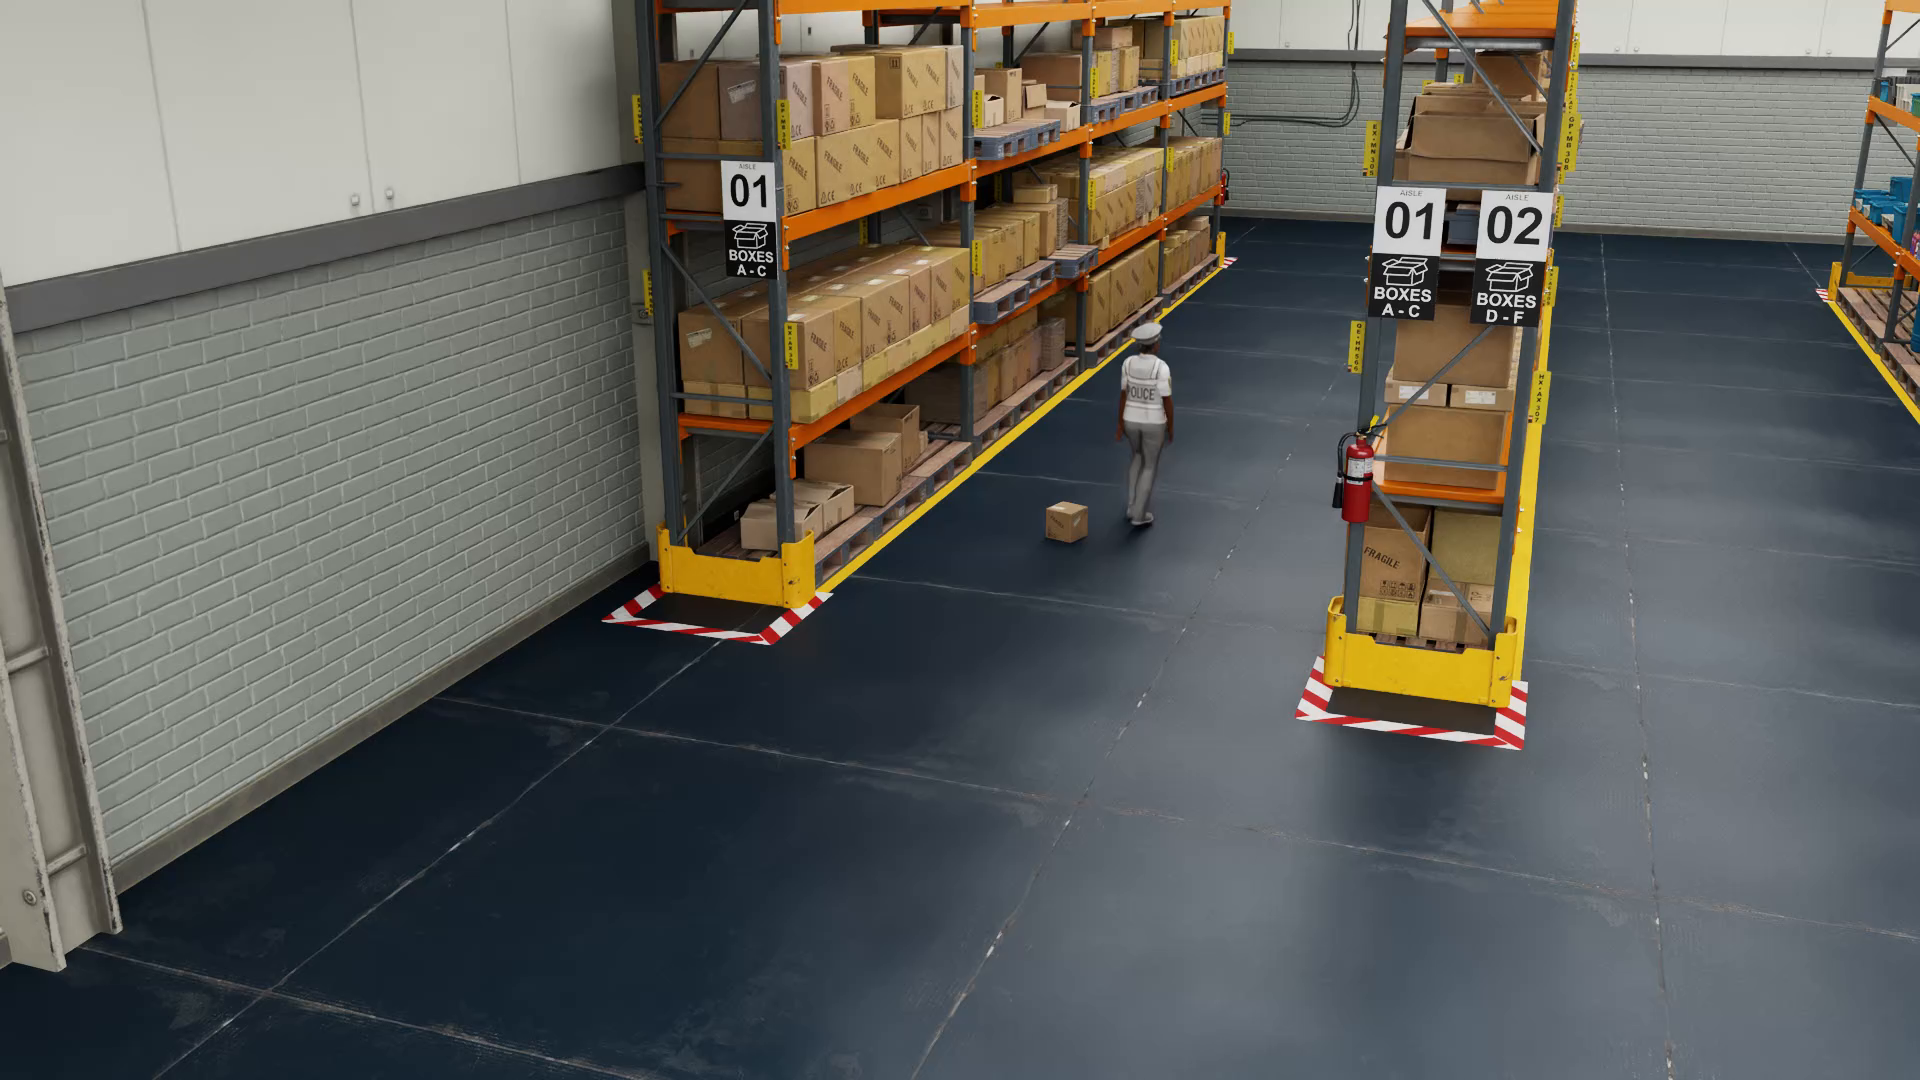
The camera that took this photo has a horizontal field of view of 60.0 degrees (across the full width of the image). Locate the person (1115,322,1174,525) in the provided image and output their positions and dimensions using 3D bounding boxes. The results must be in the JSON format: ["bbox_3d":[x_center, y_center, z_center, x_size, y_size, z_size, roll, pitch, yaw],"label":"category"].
[{"bbox_3d":[1.559,-0.946,13.801,0.479,1.733,0.484,13,23,34],"label":"person"}]
